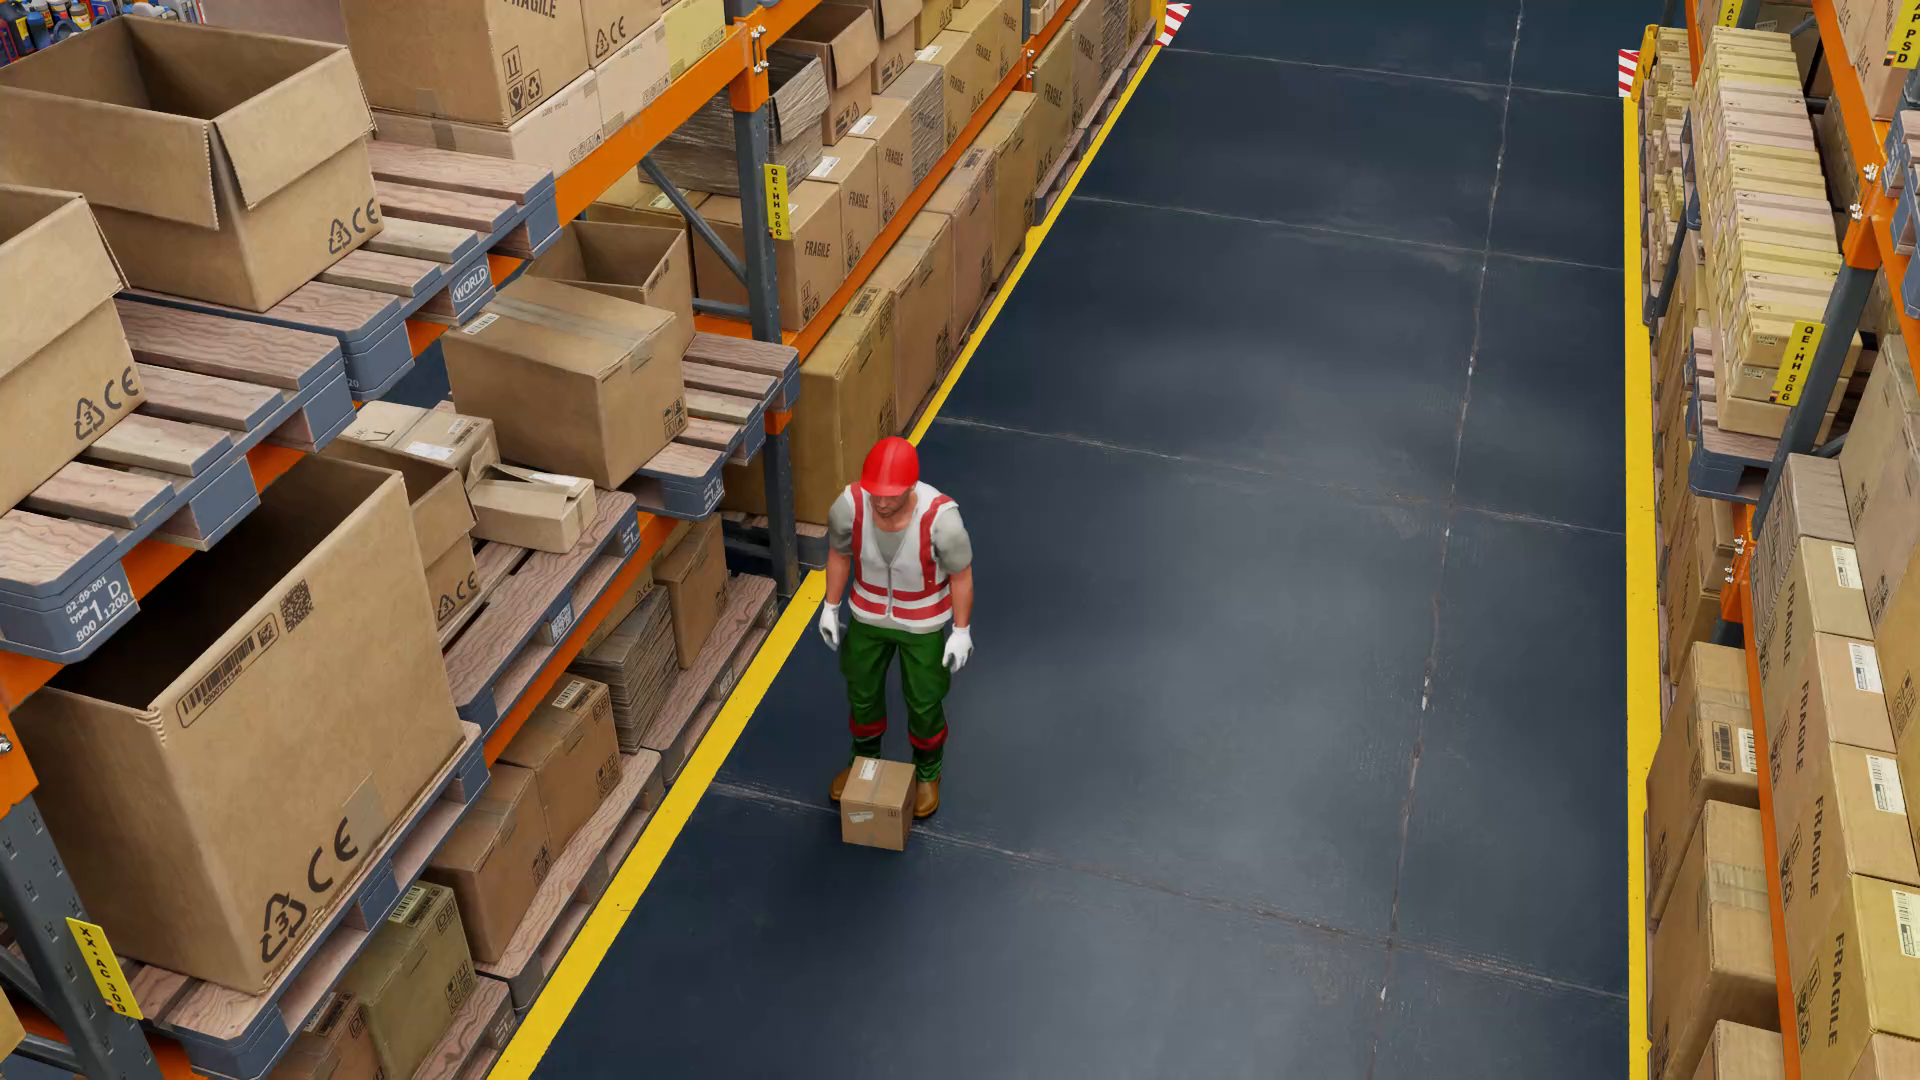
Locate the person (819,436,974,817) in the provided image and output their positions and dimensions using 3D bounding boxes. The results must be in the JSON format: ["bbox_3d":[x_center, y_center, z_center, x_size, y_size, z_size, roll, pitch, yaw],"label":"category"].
[{"bbox_3d":[-0.248,0.328,6.440,0.619,1.779,0.455,10,38,13],"label":"person"}]
